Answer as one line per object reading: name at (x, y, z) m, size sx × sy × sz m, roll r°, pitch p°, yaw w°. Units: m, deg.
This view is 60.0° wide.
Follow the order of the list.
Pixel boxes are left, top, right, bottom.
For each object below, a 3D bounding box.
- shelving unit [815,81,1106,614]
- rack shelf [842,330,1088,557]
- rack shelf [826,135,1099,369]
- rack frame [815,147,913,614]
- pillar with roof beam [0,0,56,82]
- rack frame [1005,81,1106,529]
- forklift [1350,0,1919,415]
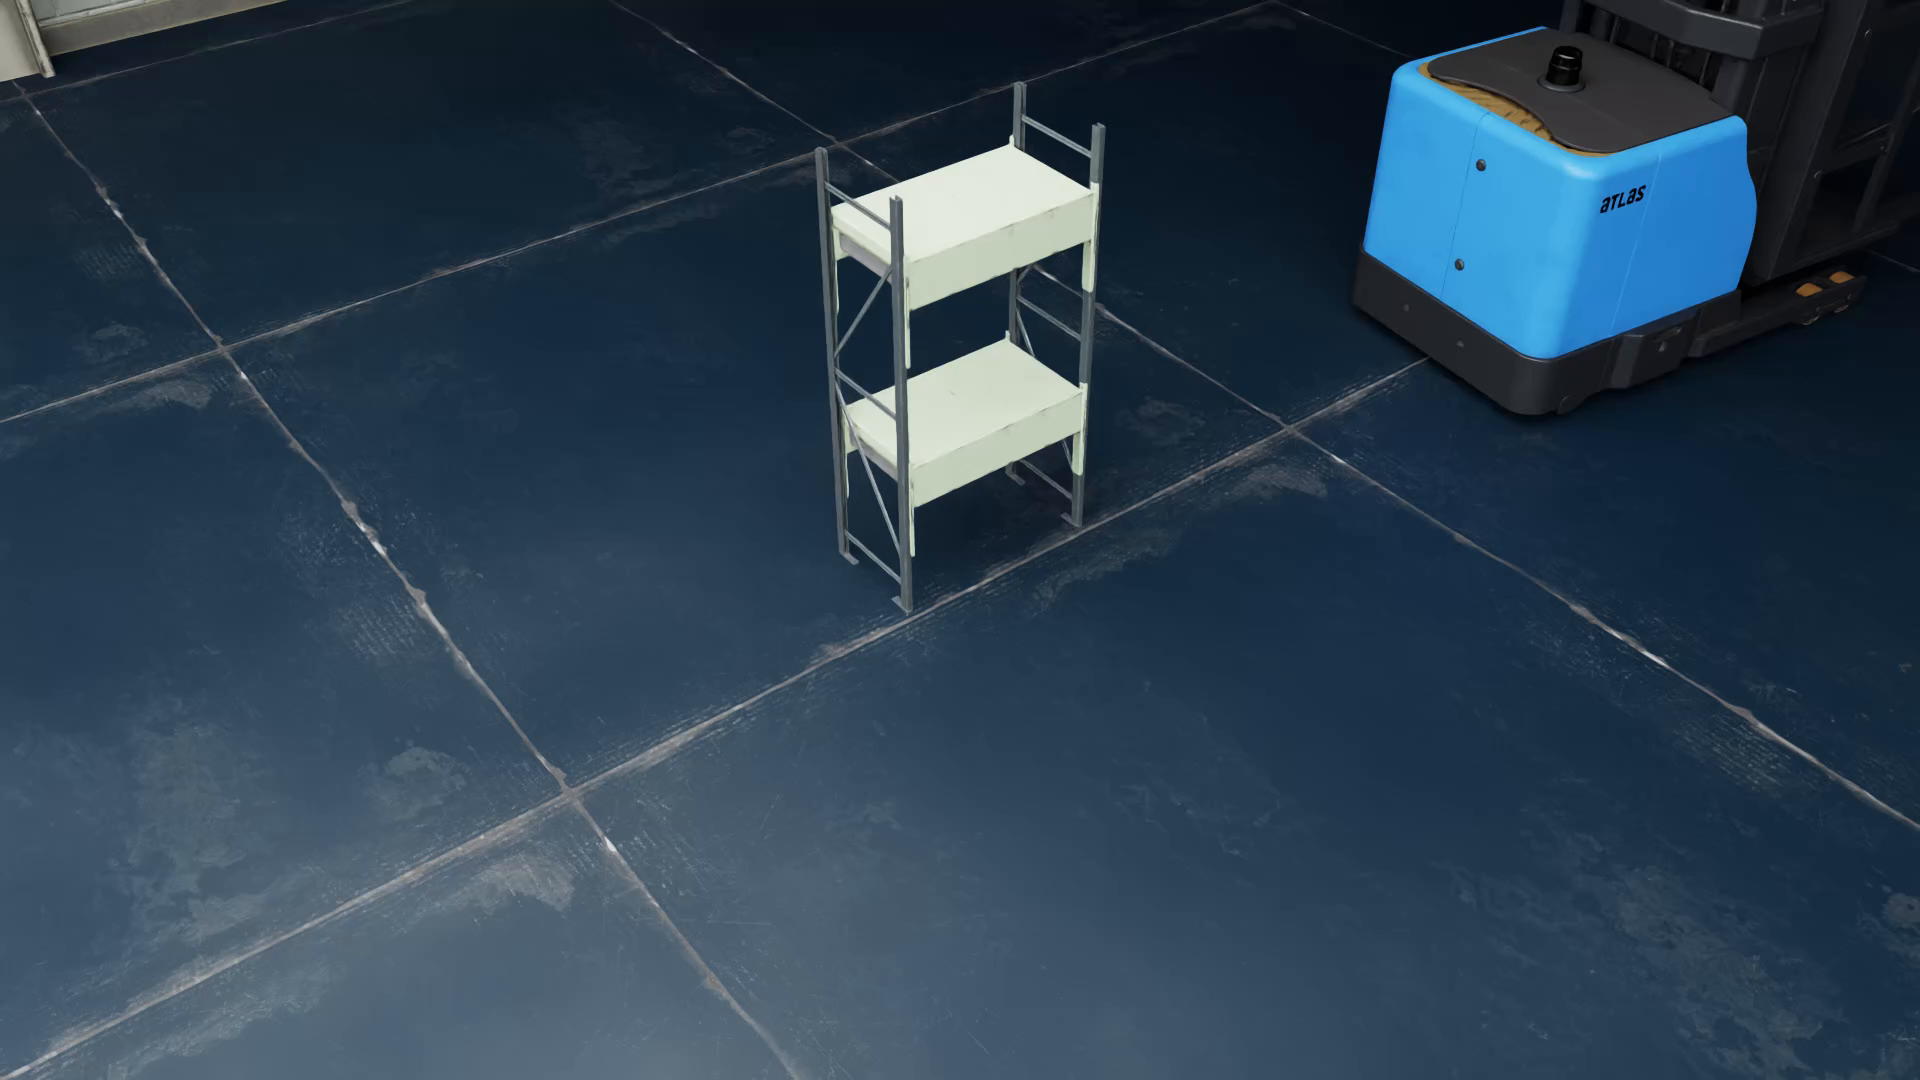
shelving unit at (0.005, -0.582, 5.277) m, size 0.755 × 1.500 × 0.431 m, roll -26°, pitch 46°, yaw -28°
rack shelf at (0.005, -0.330, 5.484) m, size 0.720 × 0.370 × 0.431 m, roll -26°, pitch 46°, yaw -28°
rack shelf at (0.005, -0.884, 5.030) m, size 0.720 × 0.370 × 0.431 m, roll -26°, pitch 46°, yaw -28°
rack frame at (-0.285, -0.441, 5.105) m, size 0.023 × 1.500 × 0.400 m, roll -26°, pitch 46°, yaw -28°
pillar with roof beam at (-2.366, -3.752, 3.229) m, size 0.400 × 9.000 × 9.100 m, roll -26°, pitch 46°, yaw -28°
rack frame at (0.295, -0.724, 5.450) m, size 0.023 × 1.500 × 0.400 m, roll -26°, pitch 46°, yaw -28°
forklift at (3.142, -2.286, 6.226) m, size 3.031 × 2.935 × 1.130 m, roll -20°, pitch 43°, yaw -23°
